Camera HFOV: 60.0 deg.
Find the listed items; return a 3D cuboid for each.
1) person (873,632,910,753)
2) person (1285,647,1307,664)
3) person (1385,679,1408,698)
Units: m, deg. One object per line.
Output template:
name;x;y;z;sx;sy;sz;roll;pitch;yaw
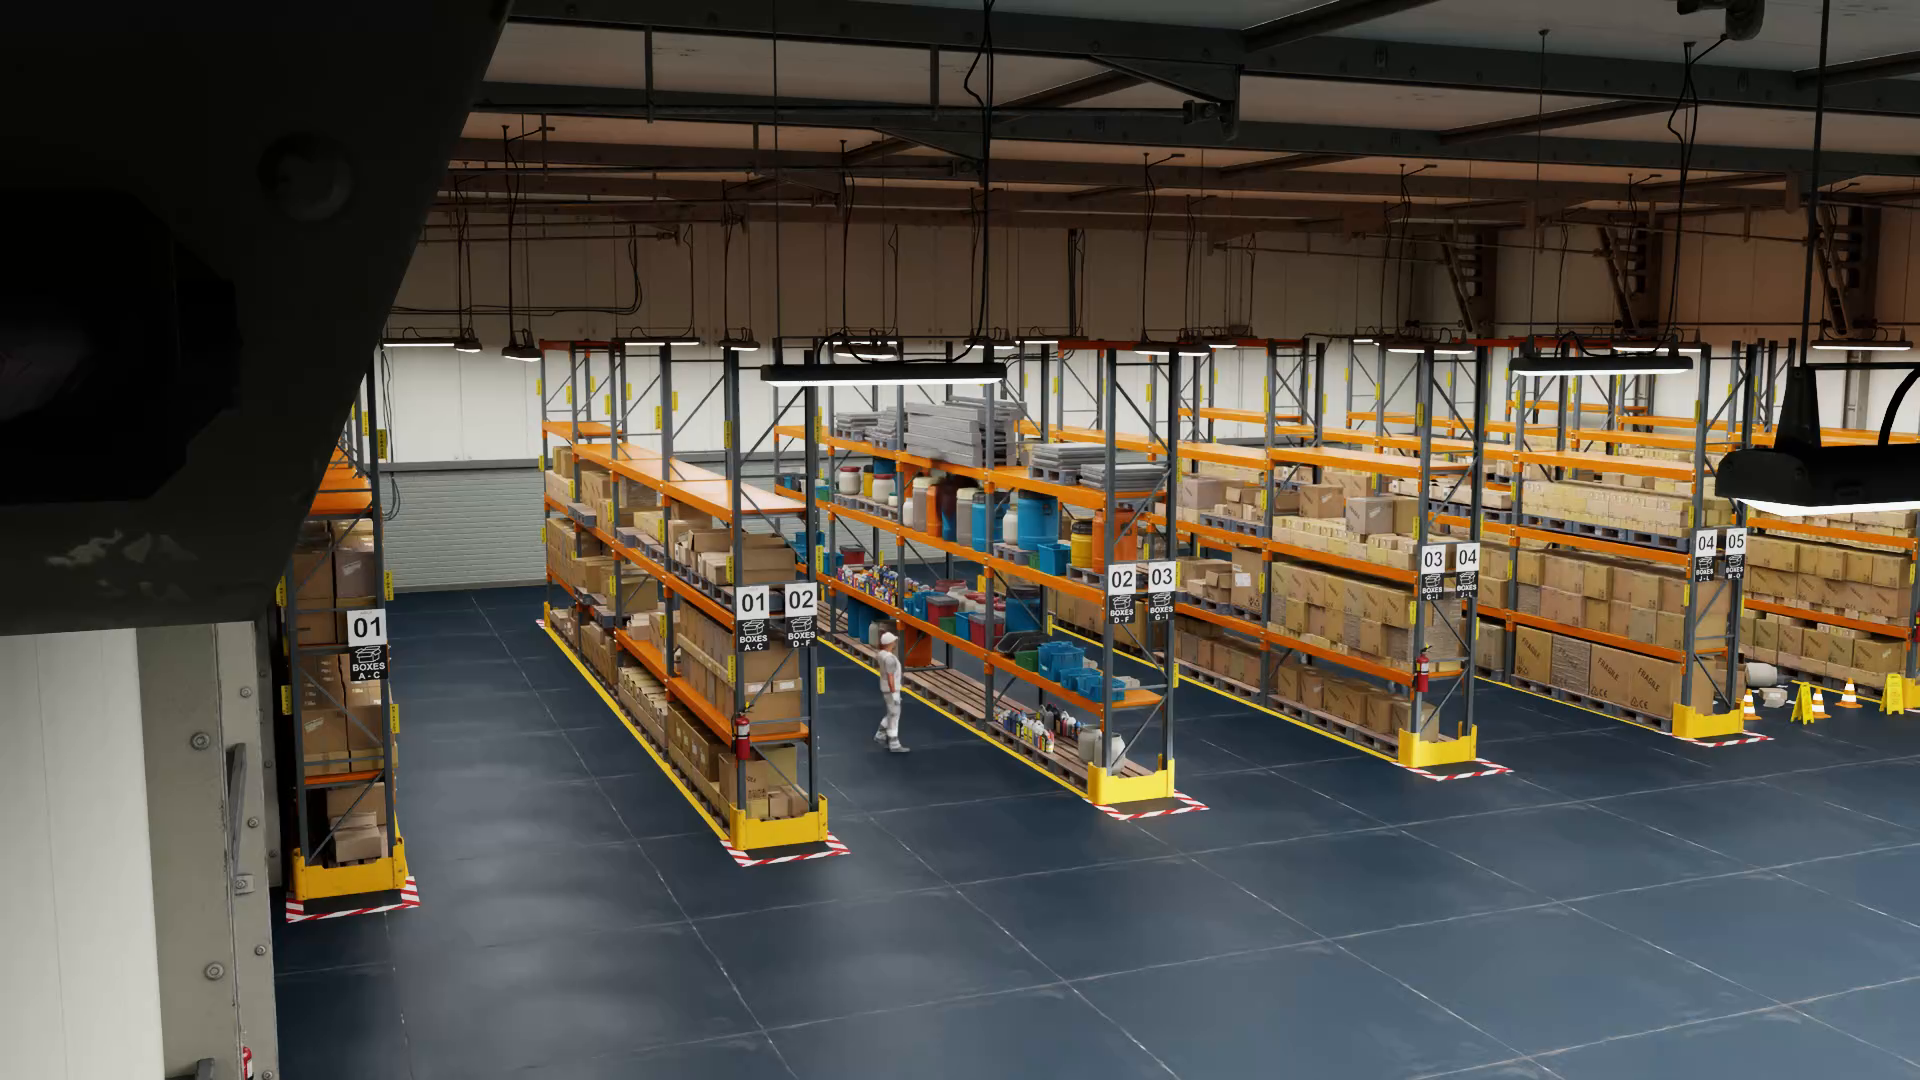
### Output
person;-1.011;2.241;24.626;0.517;1.794;0.627;-1;8;-9
person;6.306;1.461;31.209;0.499;1.731;0.377;4;8;27
person;7.171;1.917;27.279;0.577;1.772;0.469;-3;8;-23
